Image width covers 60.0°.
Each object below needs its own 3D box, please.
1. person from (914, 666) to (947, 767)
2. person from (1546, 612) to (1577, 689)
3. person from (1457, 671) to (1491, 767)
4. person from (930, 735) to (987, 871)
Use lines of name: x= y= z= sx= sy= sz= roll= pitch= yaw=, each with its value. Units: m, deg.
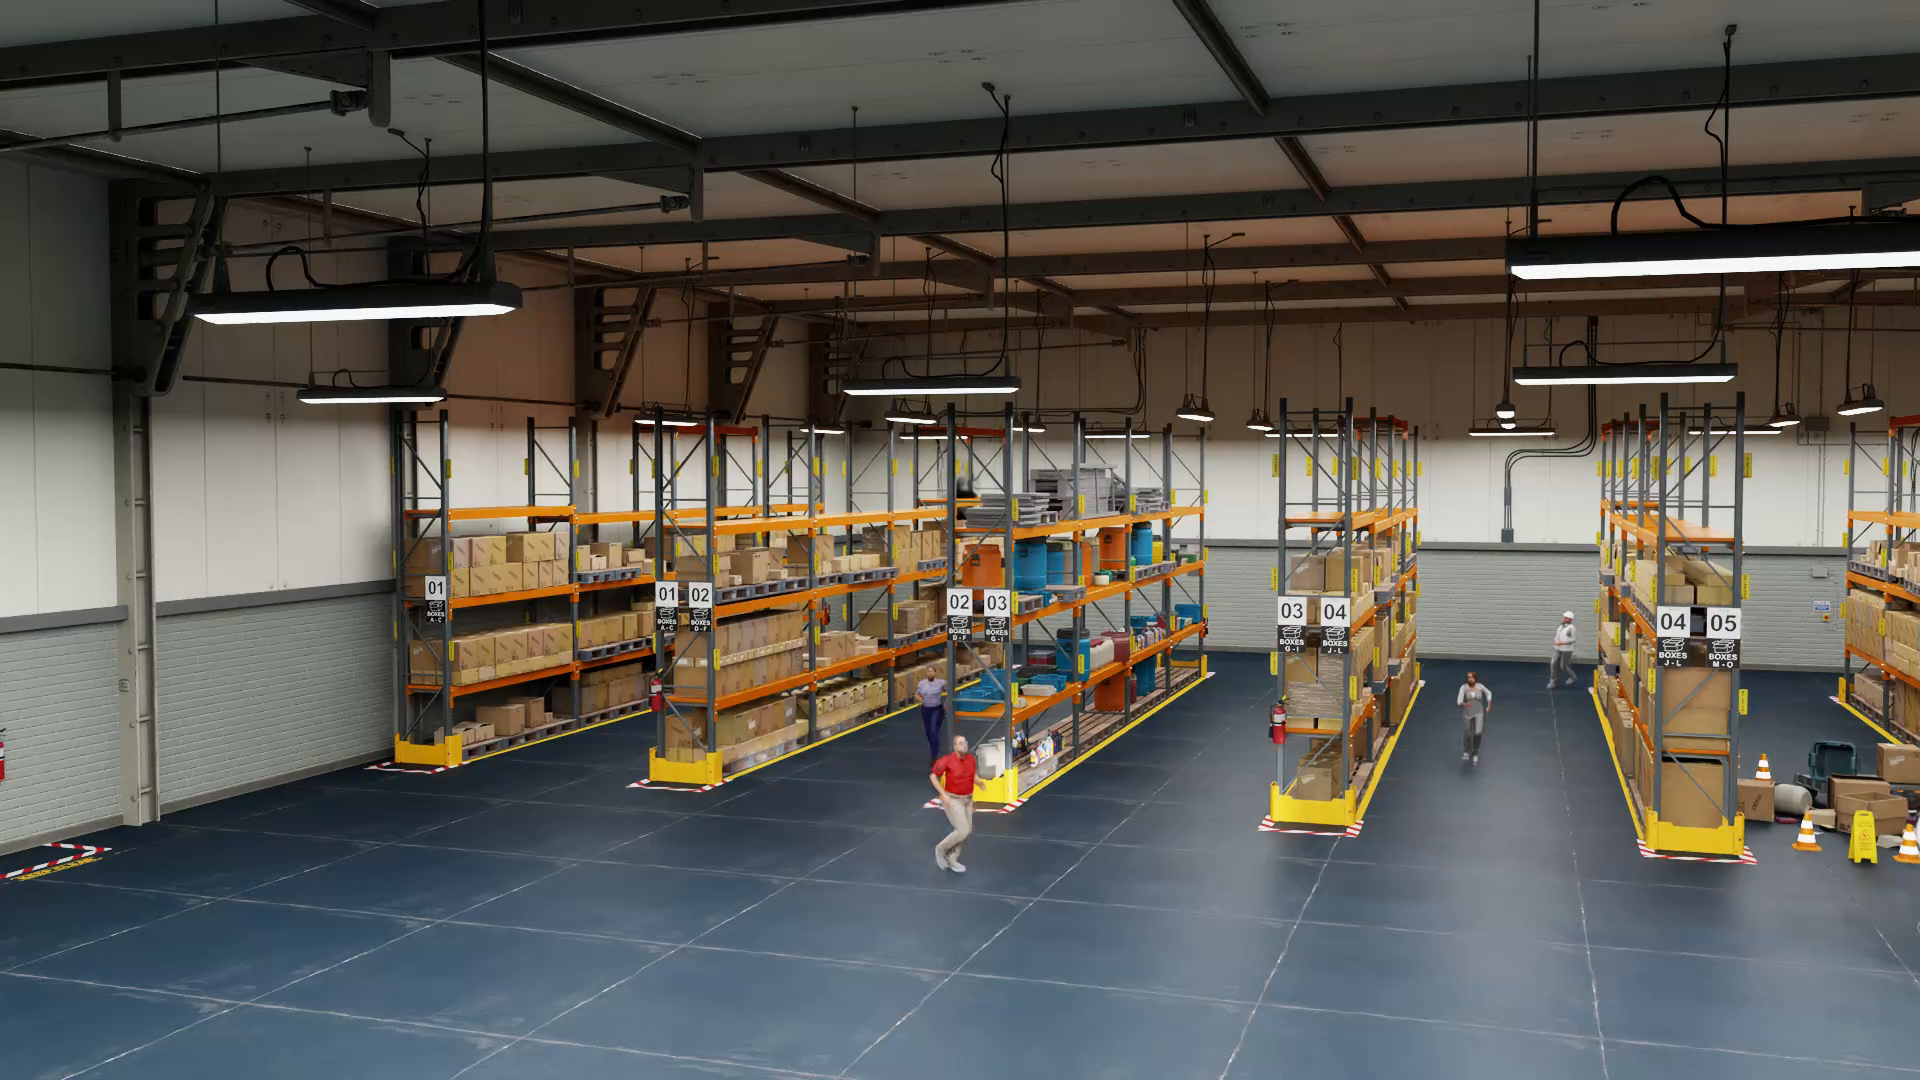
person: x=-0.486 y=2.985 z=28.301 sx=0.567 sy=1.692 sz=0.762 roll=1 pitch=3 yaw=19
person: x=13.814 y=2.508 z=37.899 sx=0.816 sy=1.770 sz=0.670 roll=-1 pitch=3 yaw=-24
person: x=8.656 y=2.997 z=28.024 sx=0.546 sy=1.596 sz=0.815 roll=1 pitch=3 yaw=18
person: x=0.032 y=3.268 z=20.635 sx=0.605 sy=1.694 sz=0.644 roll=2 pitch=3 yaw=44
